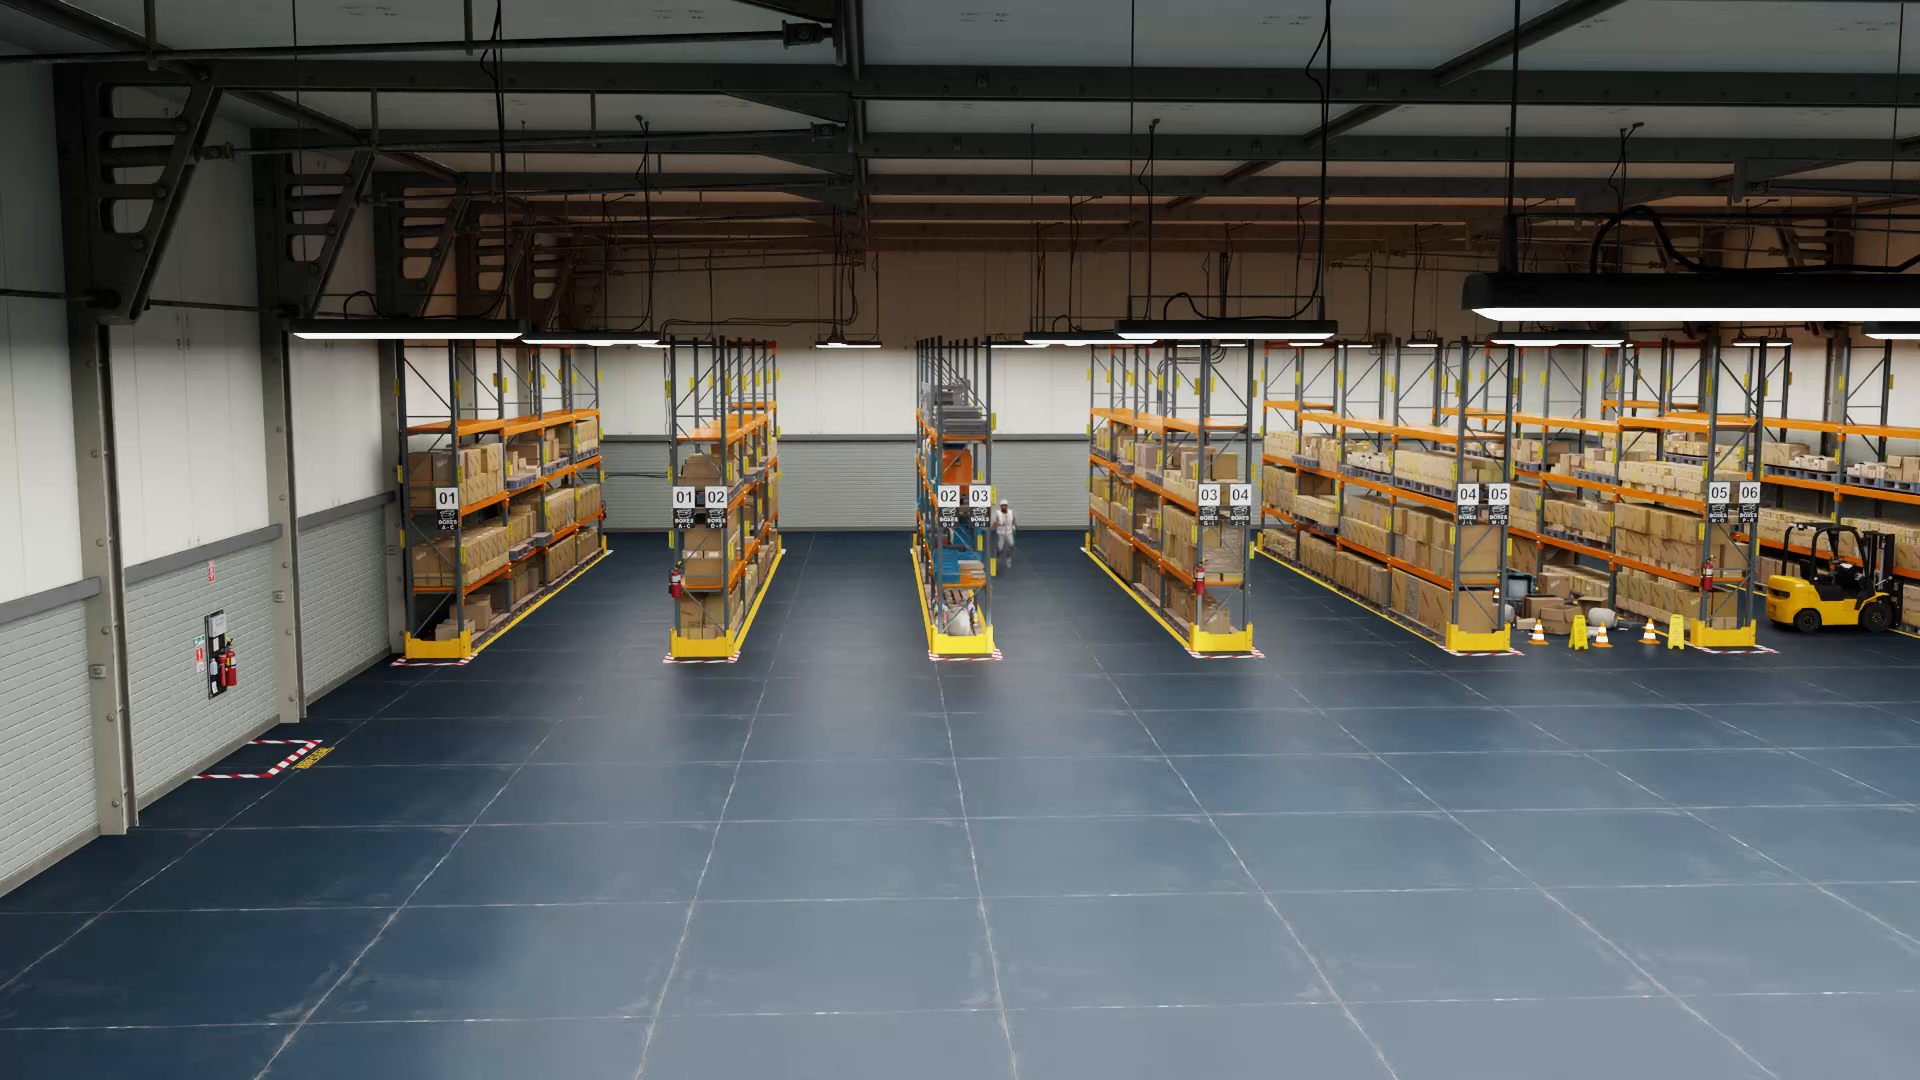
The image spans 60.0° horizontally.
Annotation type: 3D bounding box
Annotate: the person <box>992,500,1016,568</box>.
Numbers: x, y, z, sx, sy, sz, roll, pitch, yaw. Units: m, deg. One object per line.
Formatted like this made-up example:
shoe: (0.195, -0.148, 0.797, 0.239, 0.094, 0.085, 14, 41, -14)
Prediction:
person: (1.143, -0.168, 42.810, 0.663, 1.750, 0.852, -1, 7, -13)

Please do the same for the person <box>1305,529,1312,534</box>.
person: (10.300, -0.844, 50.263, 0.966, 1.657, 0.574, -5, 8, -38)
